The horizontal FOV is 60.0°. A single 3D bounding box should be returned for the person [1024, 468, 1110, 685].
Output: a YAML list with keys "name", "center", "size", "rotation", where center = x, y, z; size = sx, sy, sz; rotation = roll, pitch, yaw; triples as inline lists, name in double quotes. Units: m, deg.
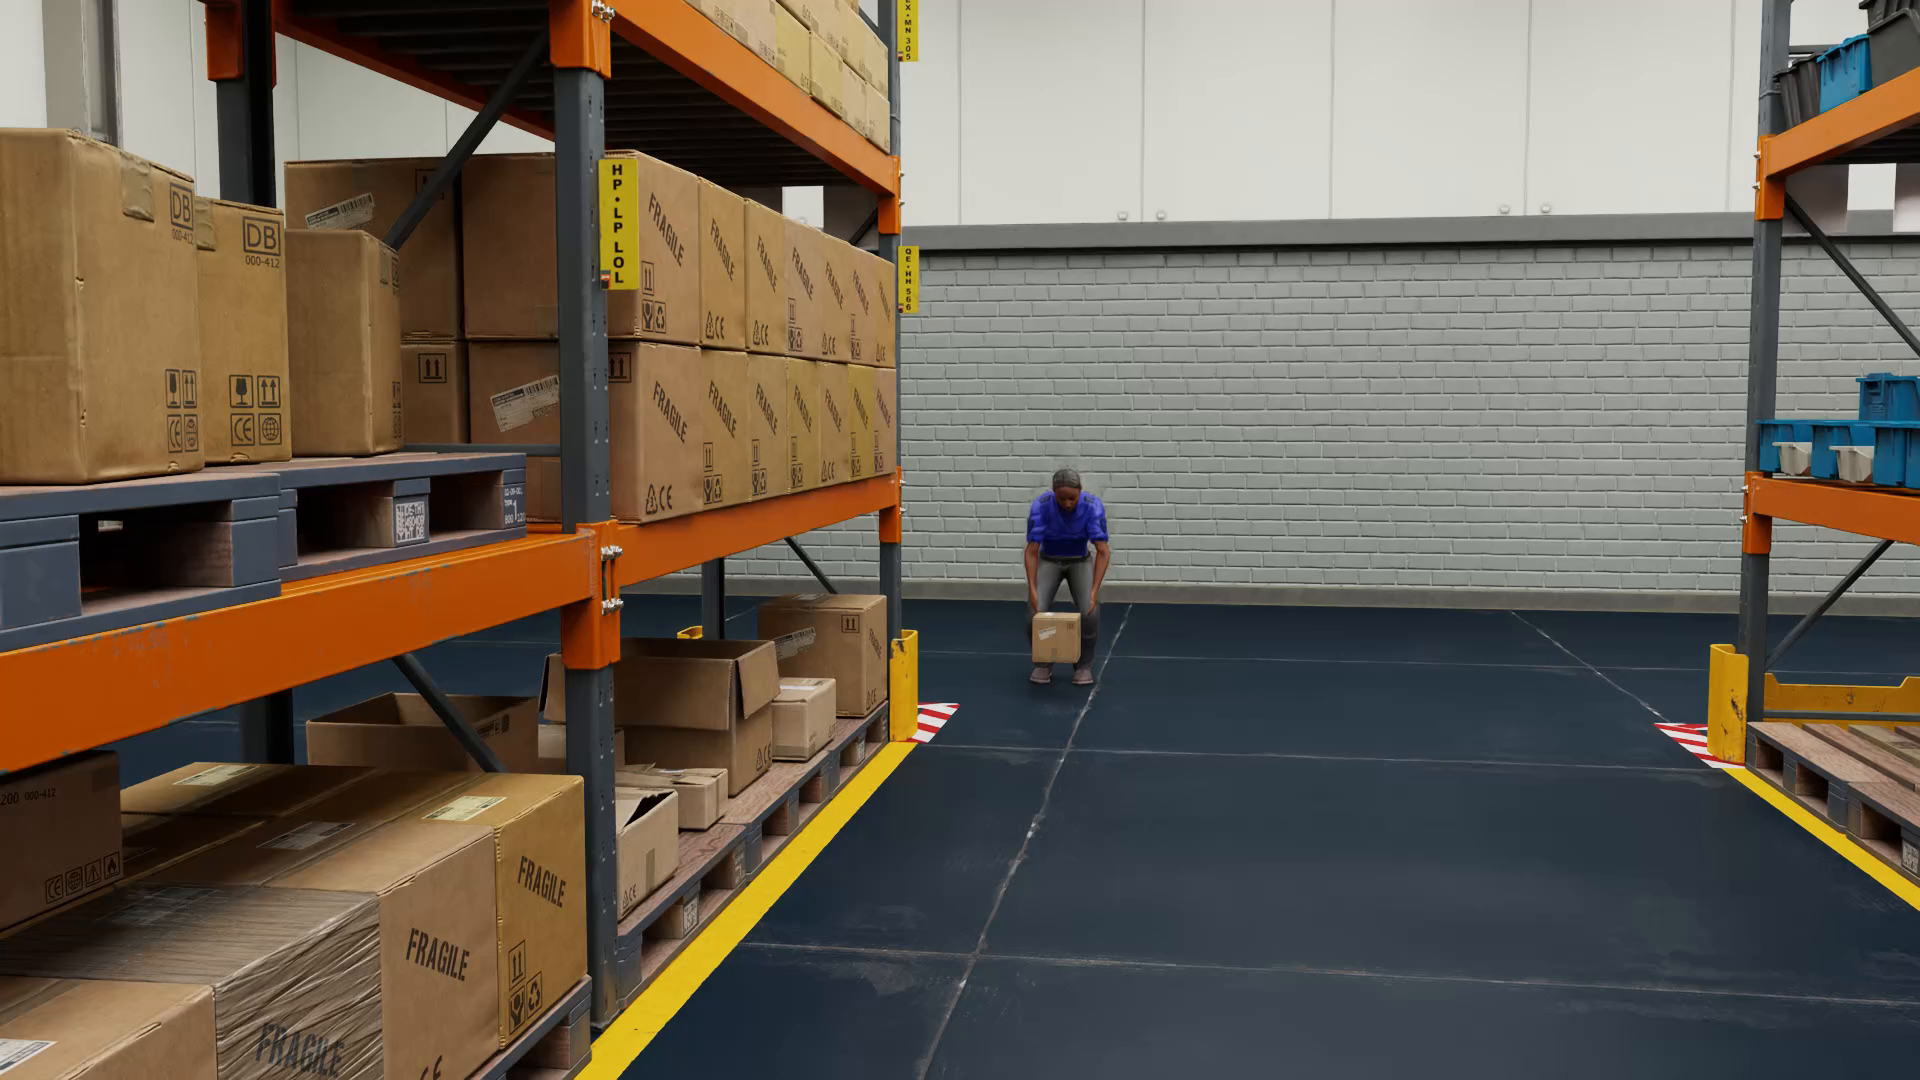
- name: "person"
  center: [0.638, 0.208, 9.757]
  size: [0.497, 1.280, 0.682]
  rotation: [1, 5, 9]
